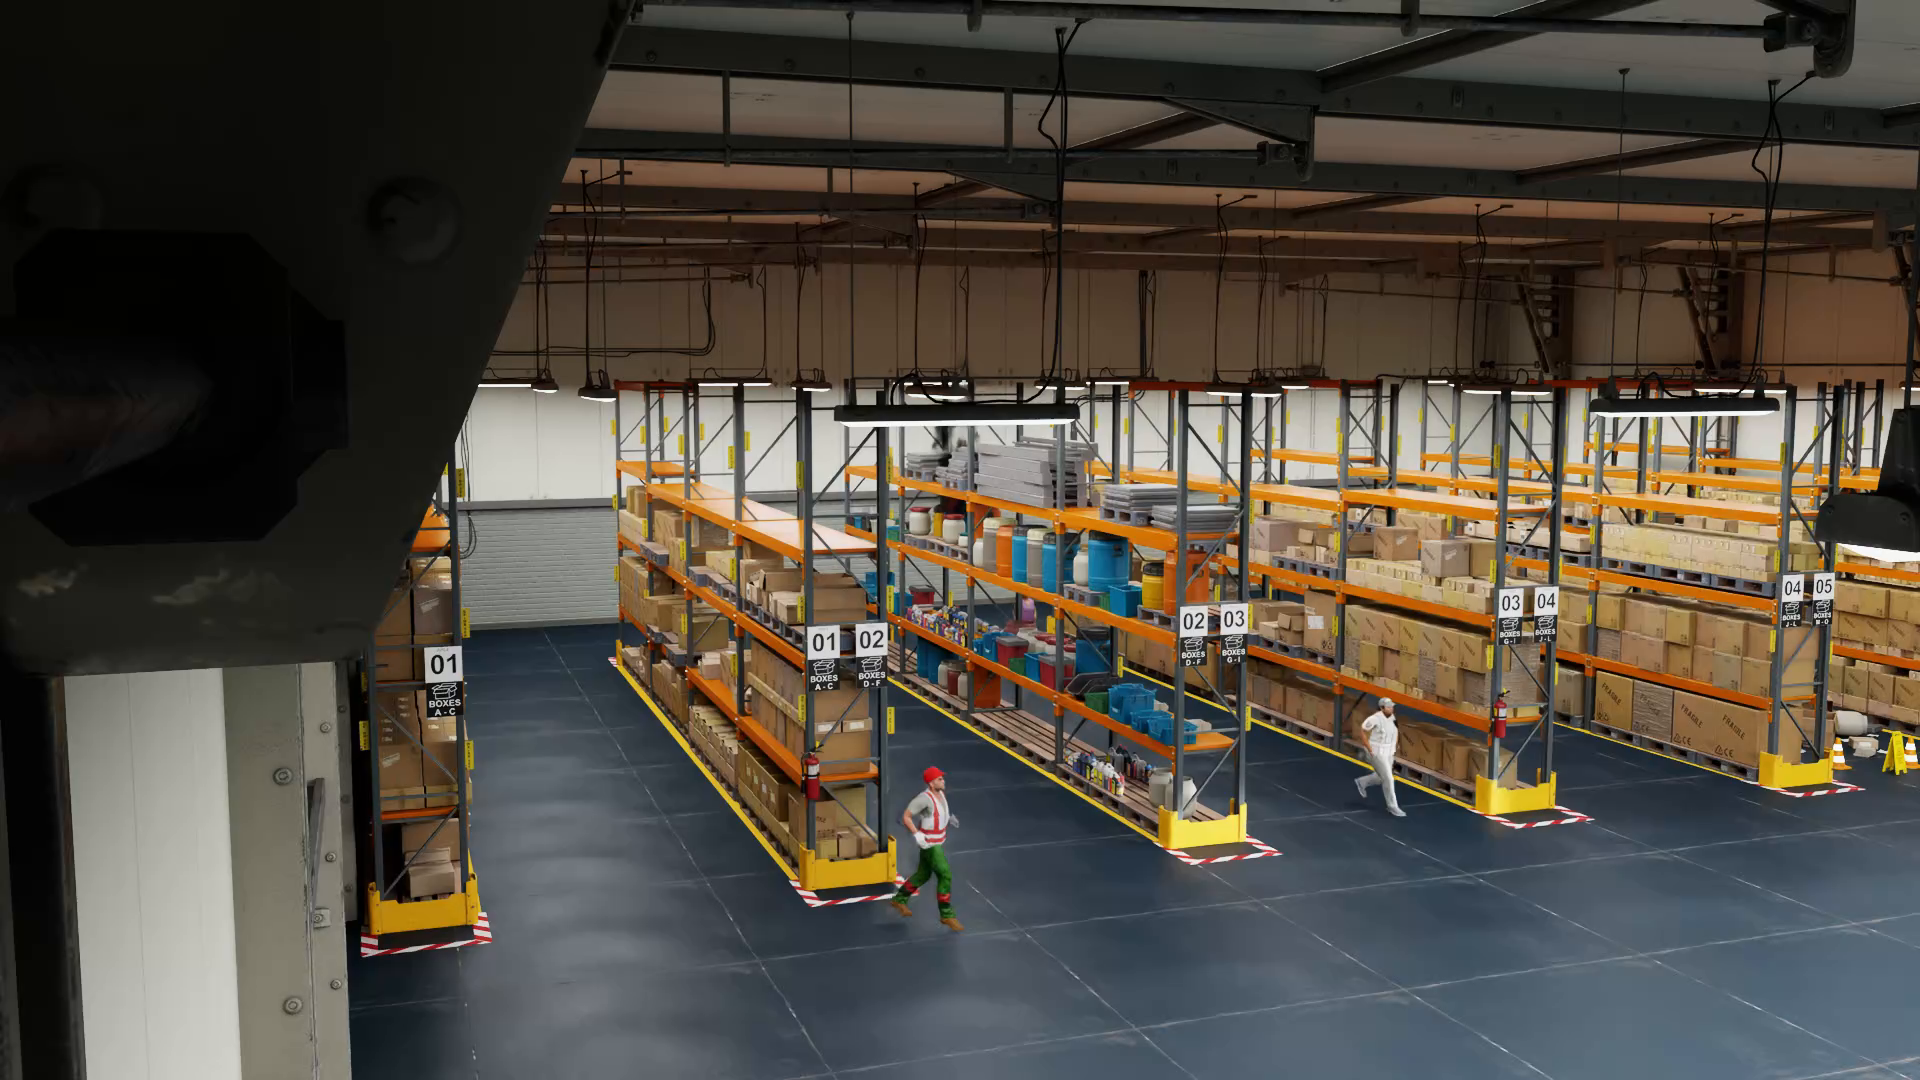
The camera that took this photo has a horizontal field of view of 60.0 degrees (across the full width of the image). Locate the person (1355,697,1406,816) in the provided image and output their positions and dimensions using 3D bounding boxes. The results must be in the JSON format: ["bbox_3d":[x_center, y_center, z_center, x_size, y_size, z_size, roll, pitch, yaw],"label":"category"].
[{"bbox_3d":[5.954,3.036,23.592,0.630,1.662,0.879,-5,8,-37],"label":"person"}]

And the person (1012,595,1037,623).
[{"bbox_3d":[1.317,1.730,33.440,0.539,1.559,0.562,-3,7,-25],"label":"person"}]

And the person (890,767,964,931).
[{"bbox_3d":[-0.347,3.441,18.784,0.909,1.809,0.662,2,6,15],"label":"person"}]
